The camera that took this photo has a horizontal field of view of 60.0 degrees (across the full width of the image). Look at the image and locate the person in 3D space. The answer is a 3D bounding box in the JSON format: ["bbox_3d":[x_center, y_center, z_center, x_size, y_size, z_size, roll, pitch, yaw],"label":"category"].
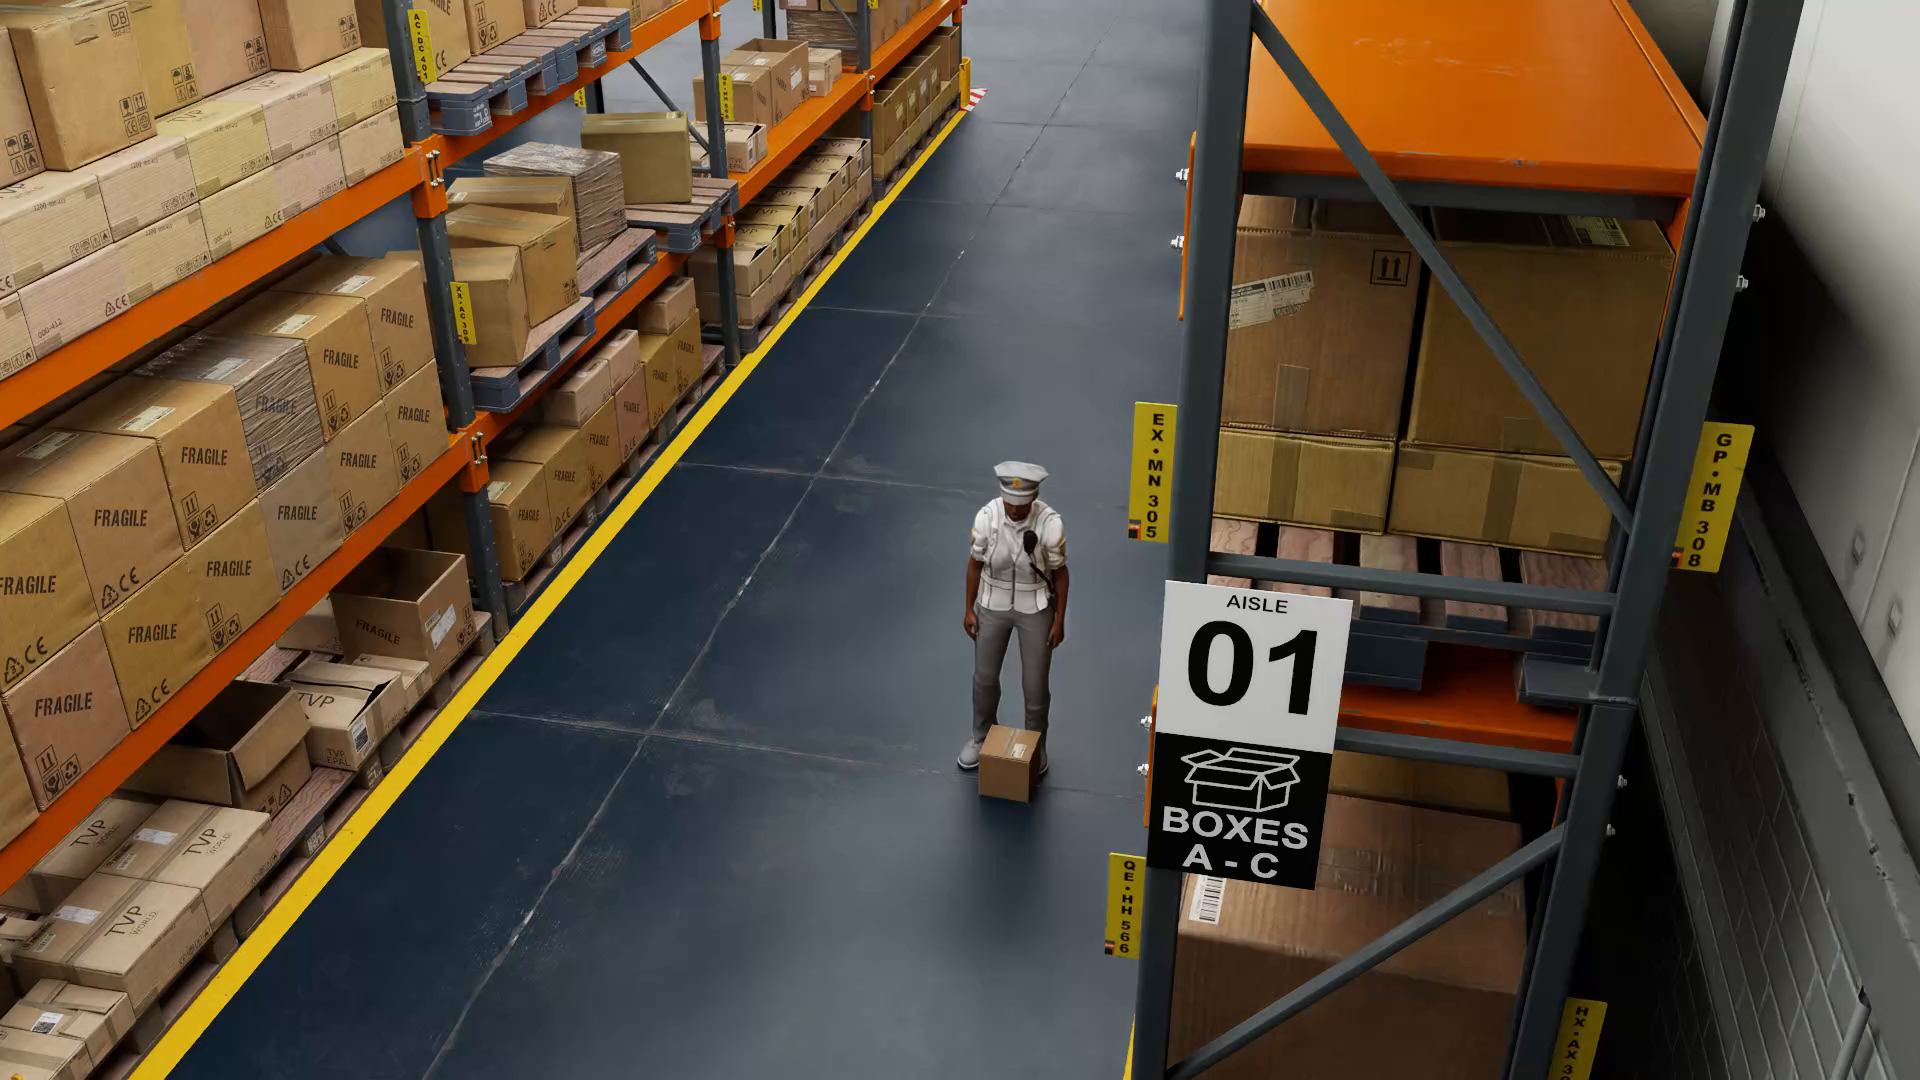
[{"bbox_3d":[0.260,0.357,7.967,0.507,1.659,0.392,6,30,11],"label":"person"}]
